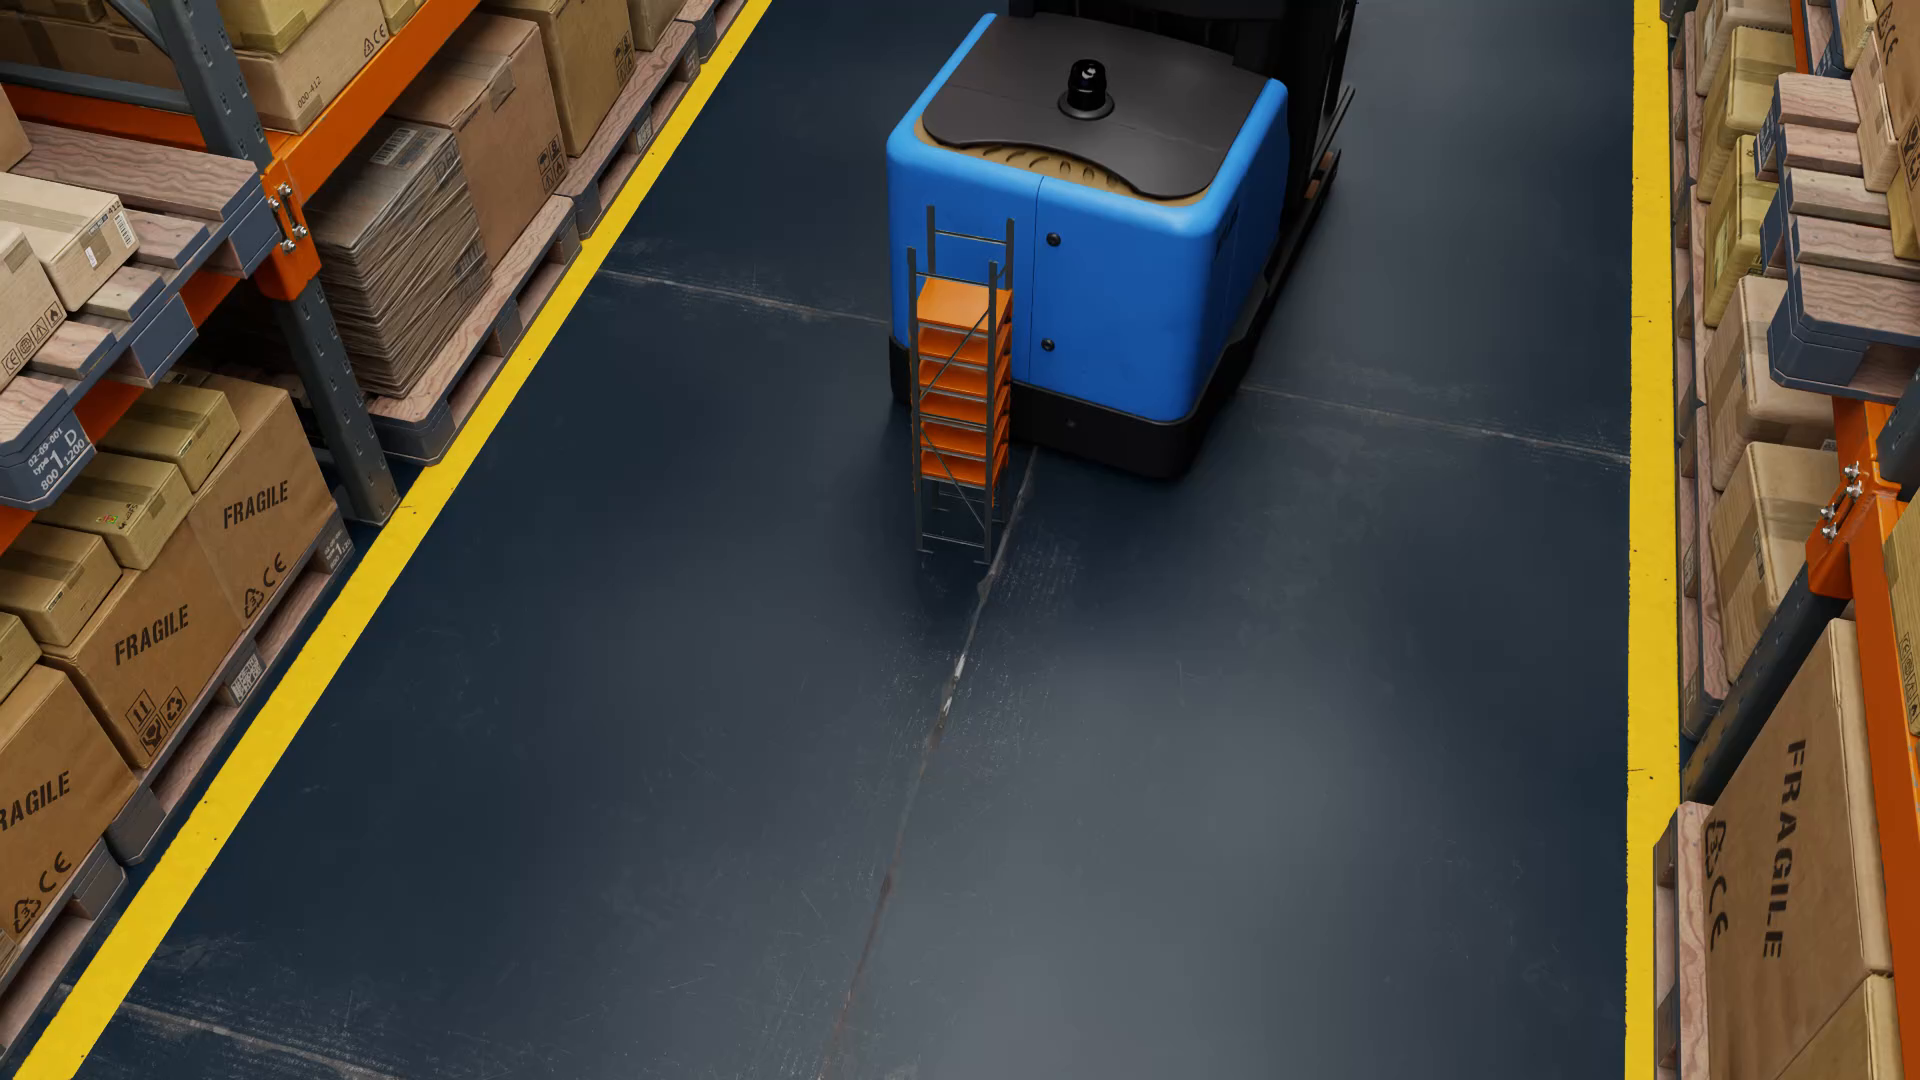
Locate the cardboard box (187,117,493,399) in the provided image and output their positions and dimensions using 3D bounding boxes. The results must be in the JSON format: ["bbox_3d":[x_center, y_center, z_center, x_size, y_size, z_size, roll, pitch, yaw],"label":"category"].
[{"bbox_3d":[-2.120,-0.974,5.413,0.875,0.625,0.625,13,50,11],"label":"cardboard box"}]

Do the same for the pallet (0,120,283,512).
[{"bbox_3d":[-2.408,-0.605,3.911,1.213,0.211,1.003,12,50,10],"label":"pallet"}]

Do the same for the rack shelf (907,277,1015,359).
[{"bbox_3d":[0.004,-0.616,4.573,0.258,0.103,0.180,12,50,10],"label":"rack shelf"}]

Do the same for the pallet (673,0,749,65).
[{"bbox_3d":[-1.401,-2.603,7.406,1.003,0.211,1.213,12,50,10],"label":"pallet"}]

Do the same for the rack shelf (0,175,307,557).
[{"bbox_3d":[-2.824,0.512,3.277,1.077,0.370,4.000,12,50,10],"label":"rack shelf"}]

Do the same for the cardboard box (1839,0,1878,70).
[{"bbox_3d":[2.508,-1.317,4.299,0.380,0.149,0.250,12,50,11],"label":"cardboard box"}]

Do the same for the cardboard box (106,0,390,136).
[{"bbox_3d":[-1.945,-1.396,4.581,0.500,0.250,0.500,12,50,10],"label":"cardboard box"}]

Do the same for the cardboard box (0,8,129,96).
[{"bbox_3d":[-2.426,-1.499,4.672,0.500,0.250,0.500,11,49,9],"label":"cardboard box"}]

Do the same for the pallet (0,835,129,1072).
[{"bbox_3d":[-2.854,1.162,4.083,1.003,0.211,1.213,12,50,10],"label":"pallet"}]

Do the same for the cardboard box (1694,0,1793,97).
[{"bbox_3d":[3.409,-1.979,6.468,0.950,0.372,0.625,12,50,11],"label":"cardboard box"}]

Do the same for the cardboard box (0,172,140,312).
[{"bbox_3d":[-2.100,-0.678,3.735,0.380,0.149,0.250,12,50,11],"label":"cardboard box"}]

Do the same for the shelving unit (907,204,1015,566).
[{"bbox_3d":[0.004,-0.407,4.809,0.258,1.200,0.189,12,50,10],"label":"shelving unit"}]

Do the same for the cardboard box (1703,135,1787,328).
[{"bbox_3d":[3.042,-0.955,5.565,0.950,0.372,0.625,13,50,11],"label":"cardboard box"}]

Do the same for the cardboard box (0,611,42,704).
[{"bbox_3d":[-2.450,0.275,3.961,0.380,0.149,0.250,13,50,11],"label":"cardboard box"}]

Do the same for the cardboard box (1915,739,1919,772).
[{"bbox_3d":[2.002,0.533,2.879,0.500,0.250,0.500,10,49,9],"label":"cardboard box"}]

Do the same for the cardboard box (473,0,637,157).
[{"bbox_3d":[-1.779,-1.936,6.261,0.875,0.625,0.625,10,49,8],"label":"cardboard box"}]

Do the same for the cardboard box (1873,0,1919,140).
[{"bbox_3d":[2.469,-1.226,3.786,0.500,0.500,0.500,11,49,9],"label":"cardboard box"}]

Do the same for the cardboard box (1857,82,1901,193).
[{"bbox_3d":[2.375,-0.934,3.962,0.380,0.149,0.250,11,50,10],"label":"cardboard box"}]

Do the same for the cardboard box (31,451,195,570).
[{"bbox_3d":[-2.225,-0.088,4.282,0.380,0.149,0.250,9,49,8],"label":"cardboard box"}]

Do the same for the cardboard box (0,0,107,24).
[{"bbox_3d":[-2.448,-1.668,4.488,0.500,0.250,0.500,13,50,11],"label":"cardboard box"}]

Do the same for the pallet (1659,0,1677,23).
[{"bbox_3d":[3.687,-2.659,7.456,1.003,0.211,1.213,12,50,10],"label":"pallet"}]

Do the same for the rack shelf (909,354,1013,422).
[{"bbox_3d":[0.004,-0.457,4.753,0.258,0.103,0.180,12,50,10],"label":"rack shelf"}]

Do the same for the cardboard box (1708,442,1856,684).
[{"bbox_3d":[2.650,0.128,4.609,0.950,0.372,0.625,9,49,7],"label":"cardboard box"}]

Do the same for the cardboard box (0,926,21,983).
[{"bbox_3d":[-2.597,0.982,3.770,0.500,0.500,0.500,10,49,9],"label":"cardboard box"}]

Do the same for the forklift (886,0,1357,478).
[{"bbox_3d":[0.815,-2.294,5.319,1.130,2.935,3.031,18,51,15],"label":"forklift"}]

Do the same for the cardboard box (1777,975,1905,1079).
[{"bbox_3d":[1.991,1.496,3.066,0.875,0.875,0.875,12,50,10],"label":"cardboard box"}]

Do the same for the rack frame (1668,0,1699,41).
[{"bbox_3d":[3.545,-3.089,5.976,1.000,3.000,0.127,12,50,10],"label":"rack frame"}]

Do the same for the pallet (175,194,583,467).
[{"bbox_3d":[-2.043,-0.838,5.849,1.003,0.211,1.213,12,50,10],"label":"pallet"}]

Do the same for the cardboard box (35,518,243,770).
[{"bbox_3d":[-2.343,0.224,4.439,0.500,0.500,0.500,11,49,9],"label":"cardboard box"}]

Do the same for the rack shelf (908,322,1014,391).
[{"bbox_3d":[0.004,-0.537,4.663,0.258,0.103,0.180,12,50,10],"label":"rack shelf"}]

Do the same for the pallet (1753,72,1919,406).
[{"bbox_3d":[2.577,-0.669,3.968,1.213,0.211,1.003,12,50,10],"label":"pallet"}]

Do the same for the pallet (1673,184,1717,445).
[{"bbox_3d":[3.022,-0.718,5.743,1.003,0.211,1.213,12,50,10],"label":"pallet"}]

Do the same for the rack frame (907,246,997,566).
[{"bbox_3d":[-0.020,-0.341,4.751,0.240,1.200,0.006,12,50,10],"label":"rack frame"}]

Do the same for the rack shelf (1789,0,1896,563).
[{"bbox_3d":[3.018,-1.404,4.969,1.077,0.370,4.000,12,50,10],"label":"rack shelf"}]
